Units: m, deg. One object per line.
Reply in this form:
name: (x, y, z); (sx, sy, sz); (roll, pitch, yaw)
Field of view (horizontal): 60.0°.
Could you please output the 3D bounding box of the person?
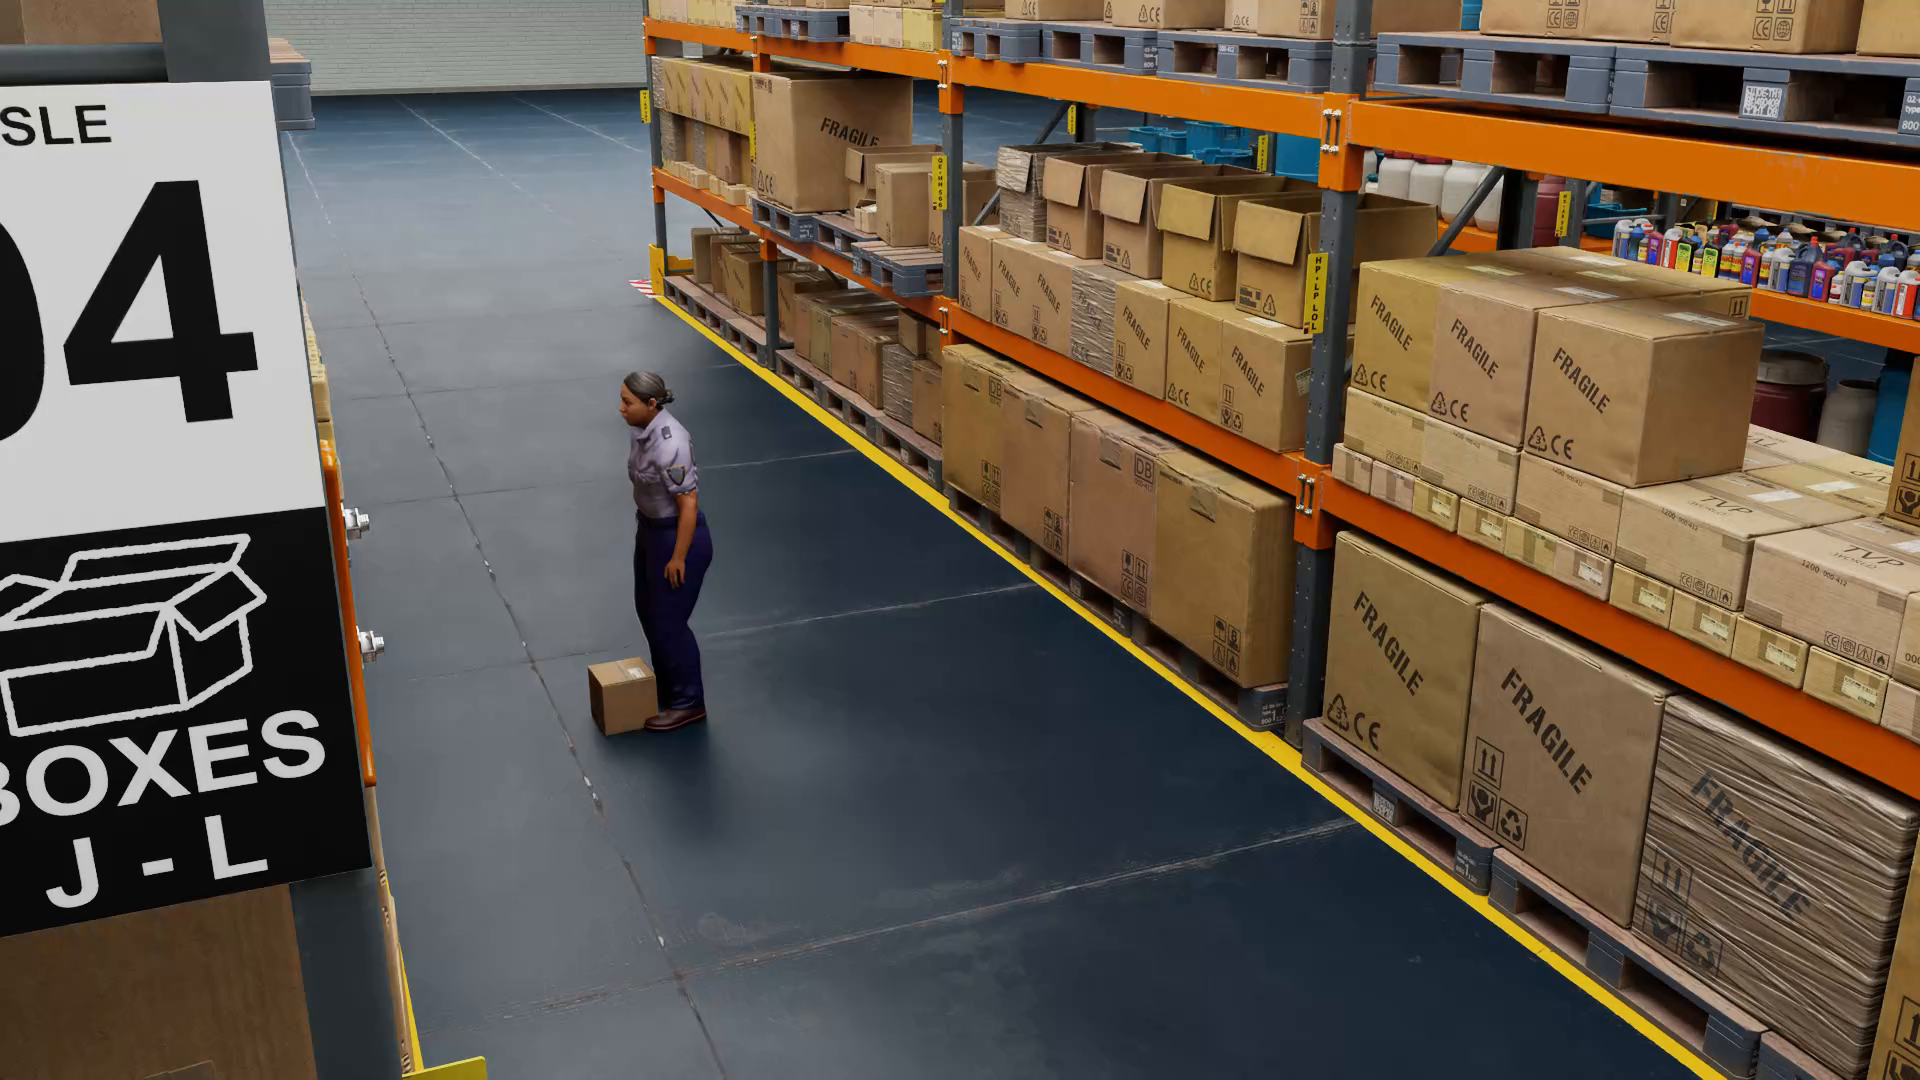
person: (-1.335, 0.021, 7.516); (0.375, 1.651, 0.563); (-9, 21, -25)
